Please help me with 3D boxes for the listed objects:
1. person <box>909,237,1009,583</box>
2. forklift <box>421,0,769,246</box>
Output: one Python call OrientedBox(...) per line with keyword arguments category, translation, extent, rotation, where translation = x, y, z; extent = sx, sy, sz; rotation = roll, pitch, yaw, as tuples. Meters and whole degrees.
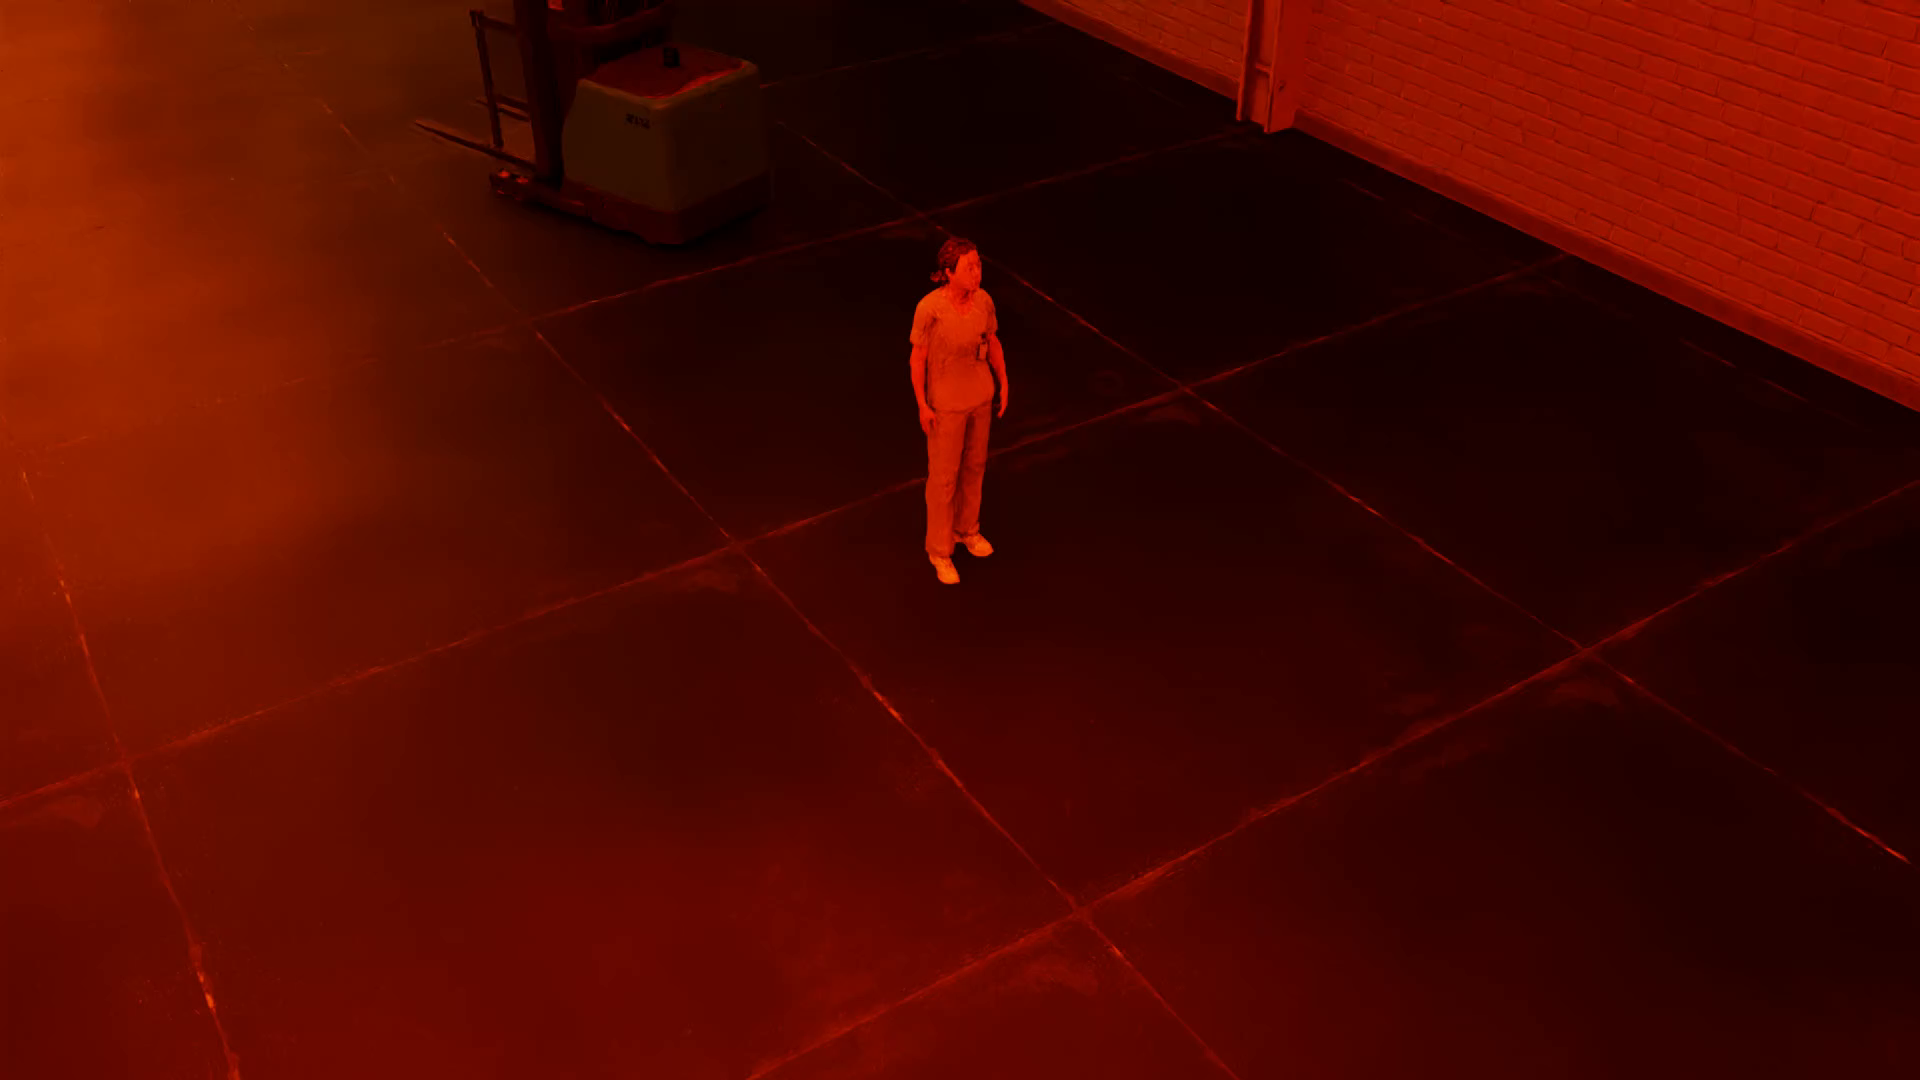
OrientedBox(category="person", translation=(0.029, -0.621, 8.176), extent=(0.550, 1.599, 0.548), rotation=(-21, 40, -27))
OrientedBox(category="forklift", translation=(-2.845, -3.930, 11.741), extent=(3.031, 2.935, 1.130), rotation=(25, 42, 31))
